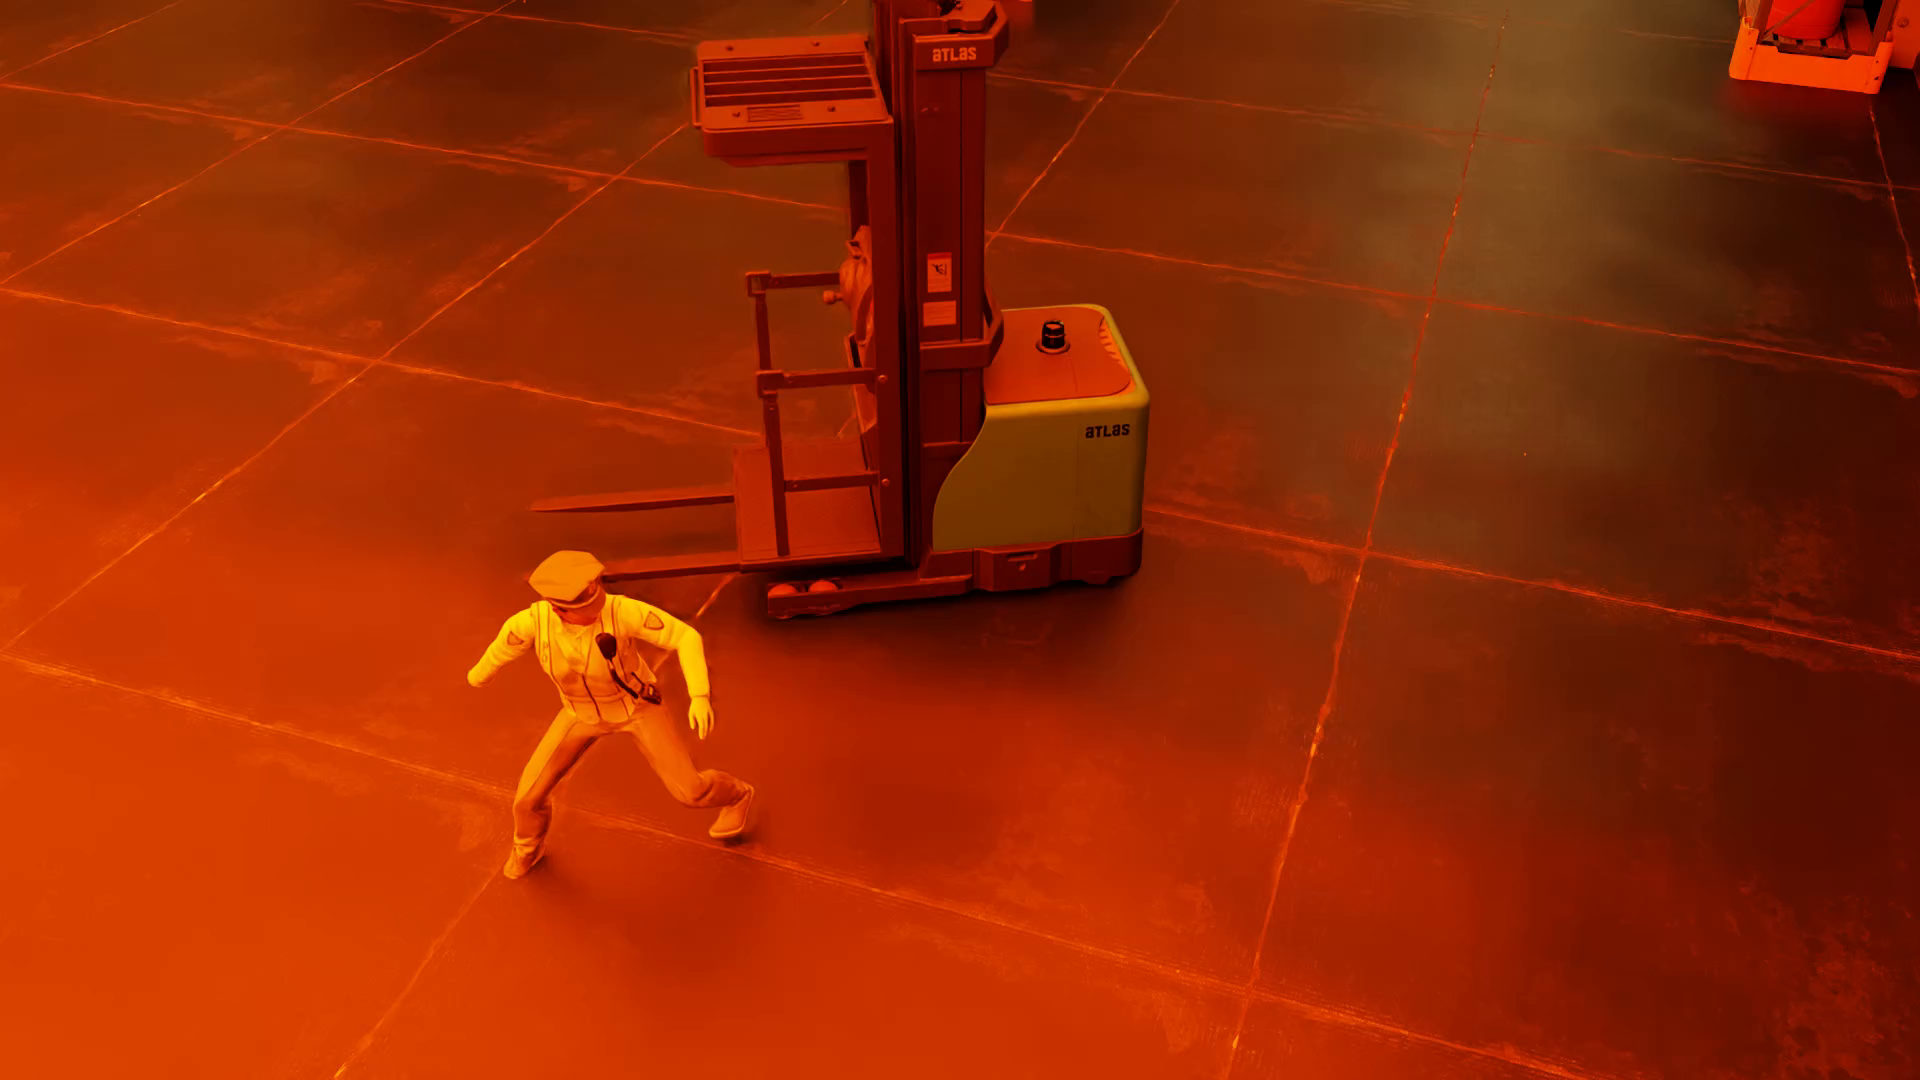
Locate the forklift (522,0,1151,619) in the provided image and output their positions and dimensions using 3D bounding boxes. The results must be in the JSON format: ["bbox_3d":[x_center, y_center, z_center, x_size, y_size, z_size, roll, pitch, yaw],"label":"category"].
[{"bbox_3d":[-0.653,-1.139,7.718,3.031,2.935,1.130,-5,36,-7],"label":"forklift"}]

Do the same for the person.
[{"bbox_3d":[-1.422,0.693,6.436,1.097,1.589,0.503,3,35,5],"label":"person"}]
